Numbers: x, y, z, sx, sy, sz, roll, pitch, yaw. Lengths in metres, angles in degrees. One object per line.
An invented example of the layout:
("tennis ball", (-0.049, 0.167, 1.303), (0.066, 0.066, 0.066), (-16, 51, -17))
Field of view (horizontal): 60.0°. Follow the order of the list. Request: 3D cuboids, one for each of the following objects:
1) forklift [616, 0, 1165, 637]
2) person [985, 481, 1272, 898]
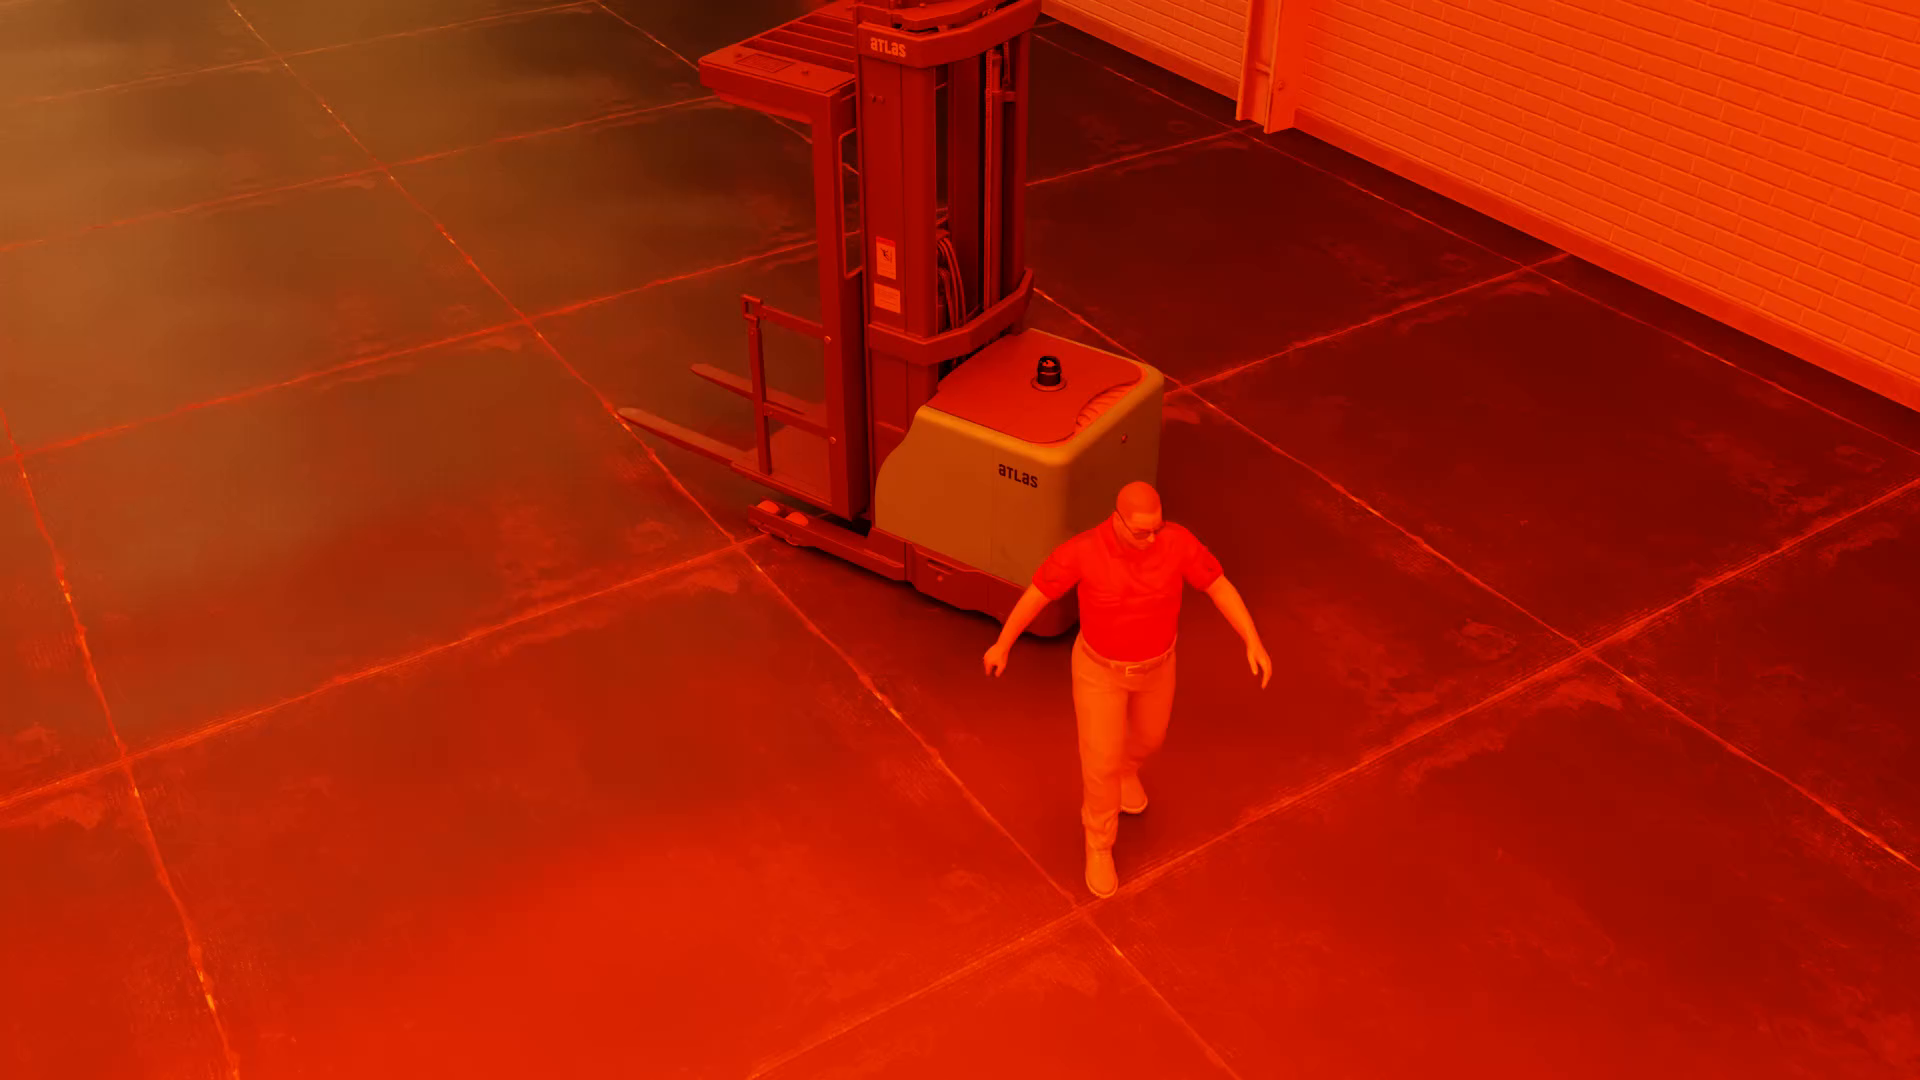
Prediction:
("forklift", (-0.500, -1.399, 8.138), (3.031, 2.935, 1.130), (22, 41, 28))
("person", (0.623, 0.534, 6.476), (0.982, 1.705, 0.749), (-7, 36, -9))
